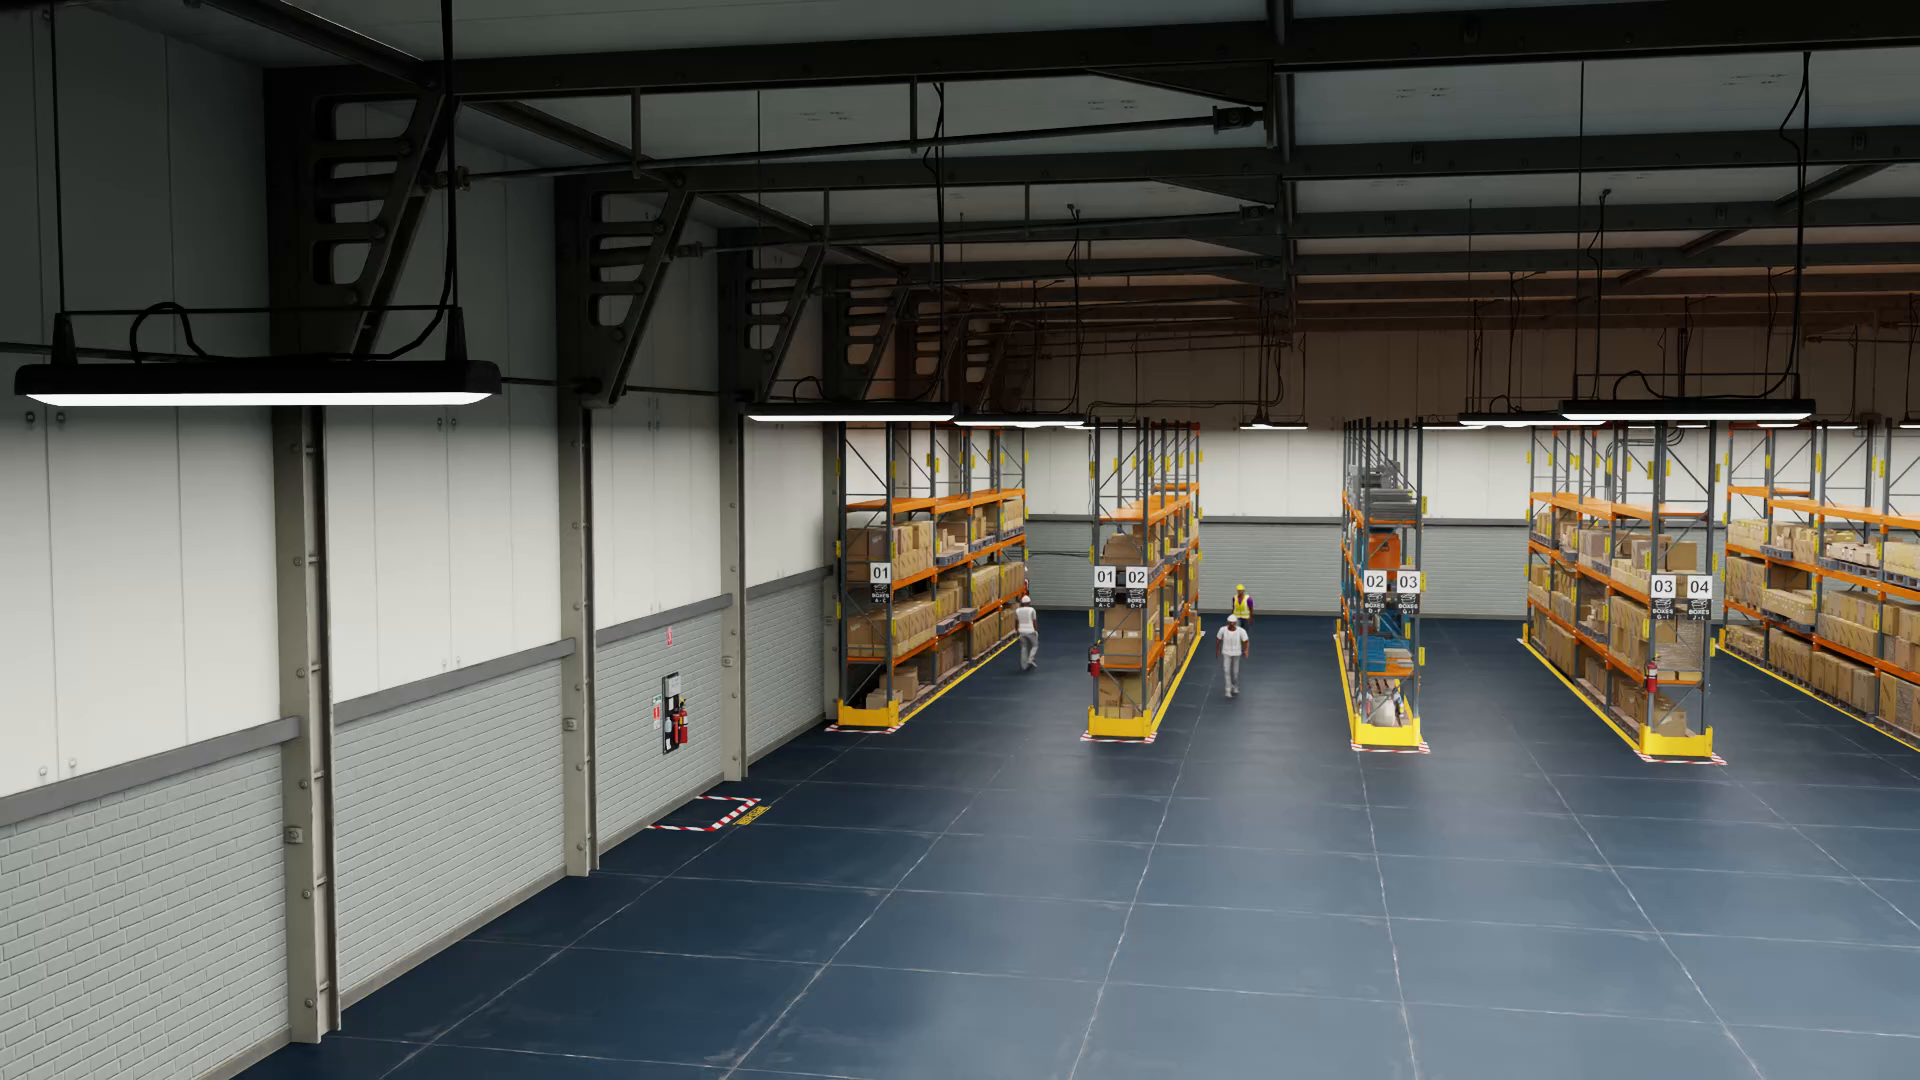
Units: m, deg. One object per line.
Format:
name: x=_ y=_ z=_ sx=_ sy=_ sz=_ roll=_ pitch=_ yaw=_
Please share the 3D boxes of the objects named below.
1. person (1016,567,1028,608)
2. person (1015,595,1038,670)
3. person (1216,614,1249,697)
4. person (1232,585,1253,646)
person: x=1.779 y=1.640 z=49.165 sx=0.619 sy=1.766 sz=0.577 roll=2 pitch=4 yaw=28
person: x=1.601 y=2.233 z=40.107 sx=0.594 sy=1.786 sz=0.470 roll=2 pitch=4 yaw=22
person: x=5.922 y=2.495 z=36.179 sx=0.714 sy=1.766 sz=0.722 roll=1 pitch=4 yaw=10
person: x=7.422 y=2.025 z=43.659 sx=0.541 sy=1.725 sz=0.979 roll=1 pitch=4 yaw=8
